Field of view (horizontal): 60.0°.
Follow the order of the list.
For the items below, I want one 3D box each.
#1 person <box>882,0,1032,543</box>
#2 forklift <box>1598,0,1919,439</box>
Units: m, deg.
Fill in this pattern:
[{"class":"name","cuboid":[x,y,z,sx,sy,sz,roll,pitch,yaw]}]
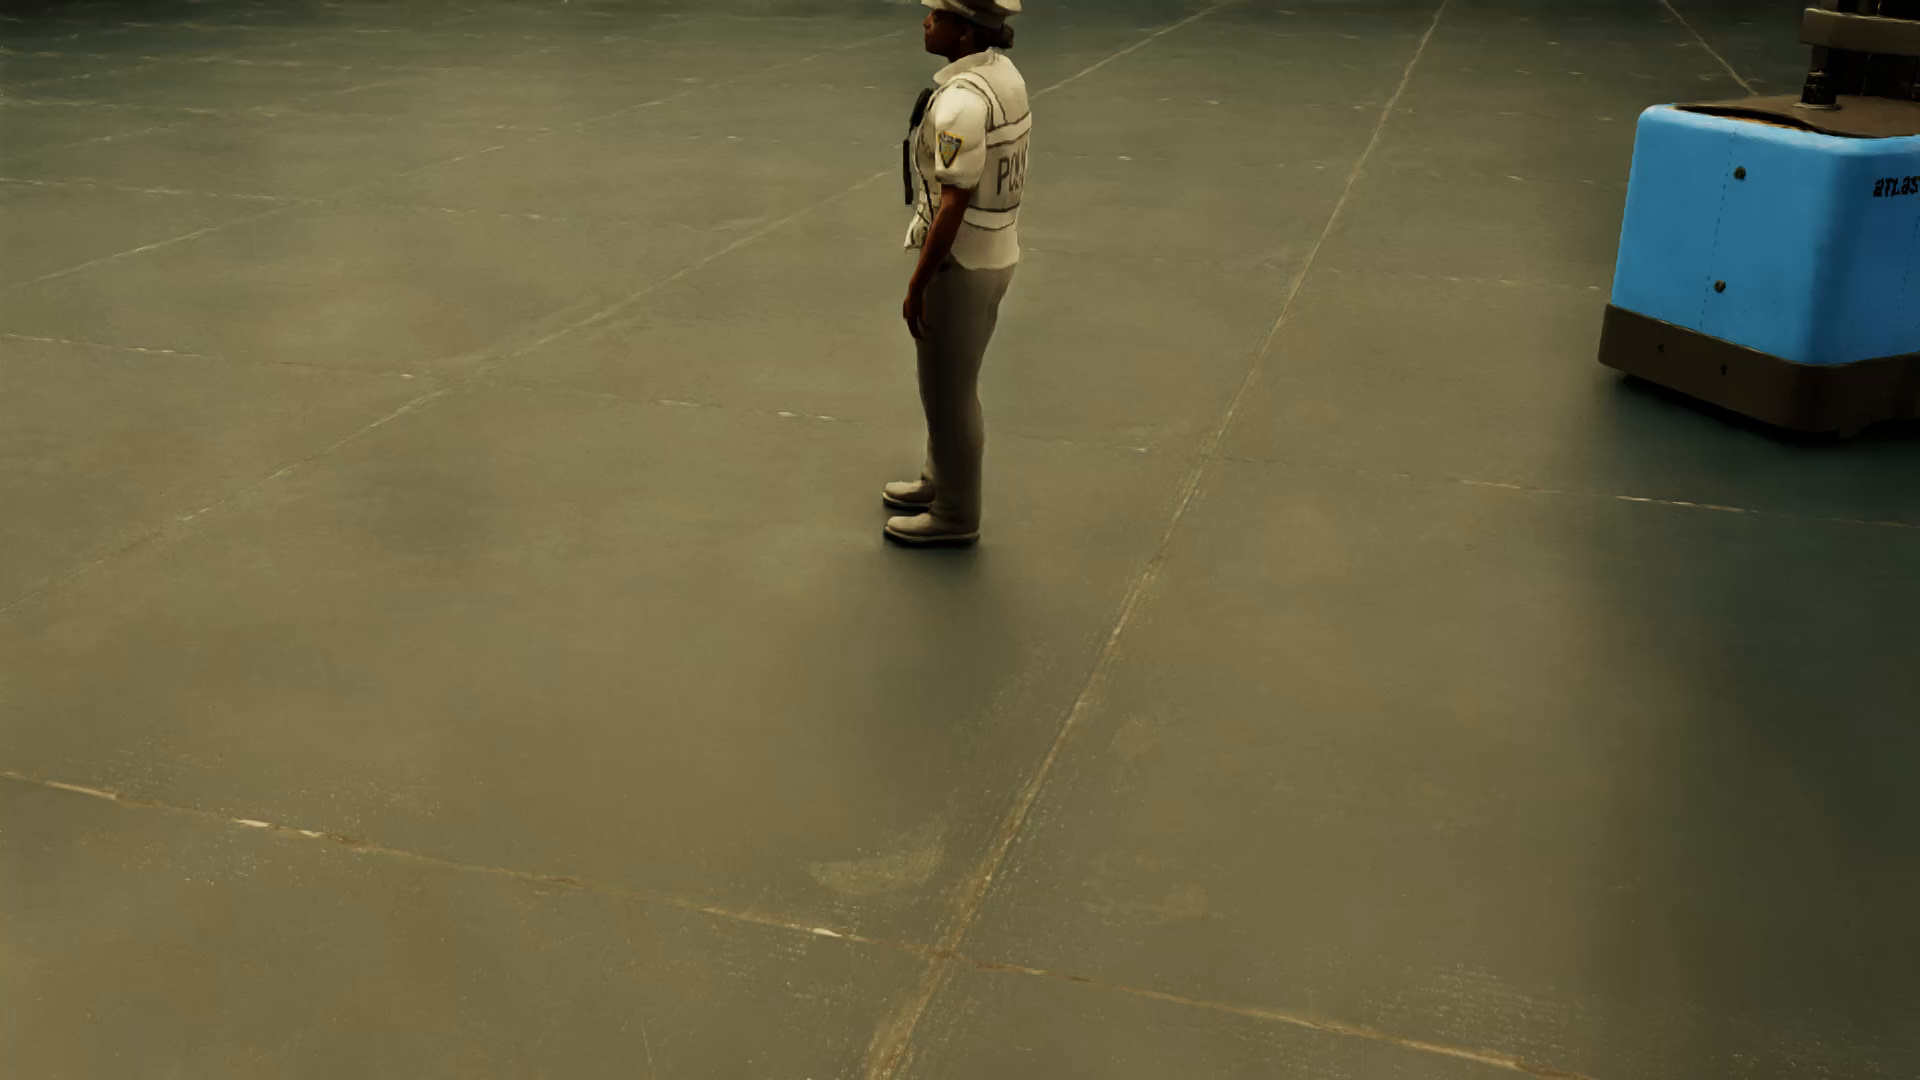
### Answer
[{"class":"person","cuboid":[-0.066,-0.806,4.832,0.529,1.695,0.570,7,23,16]},{"class":"forklift","cuboid":[4.122,-2.070,6.294,3.031,2.935,1.130,-10,24,-22]}]
